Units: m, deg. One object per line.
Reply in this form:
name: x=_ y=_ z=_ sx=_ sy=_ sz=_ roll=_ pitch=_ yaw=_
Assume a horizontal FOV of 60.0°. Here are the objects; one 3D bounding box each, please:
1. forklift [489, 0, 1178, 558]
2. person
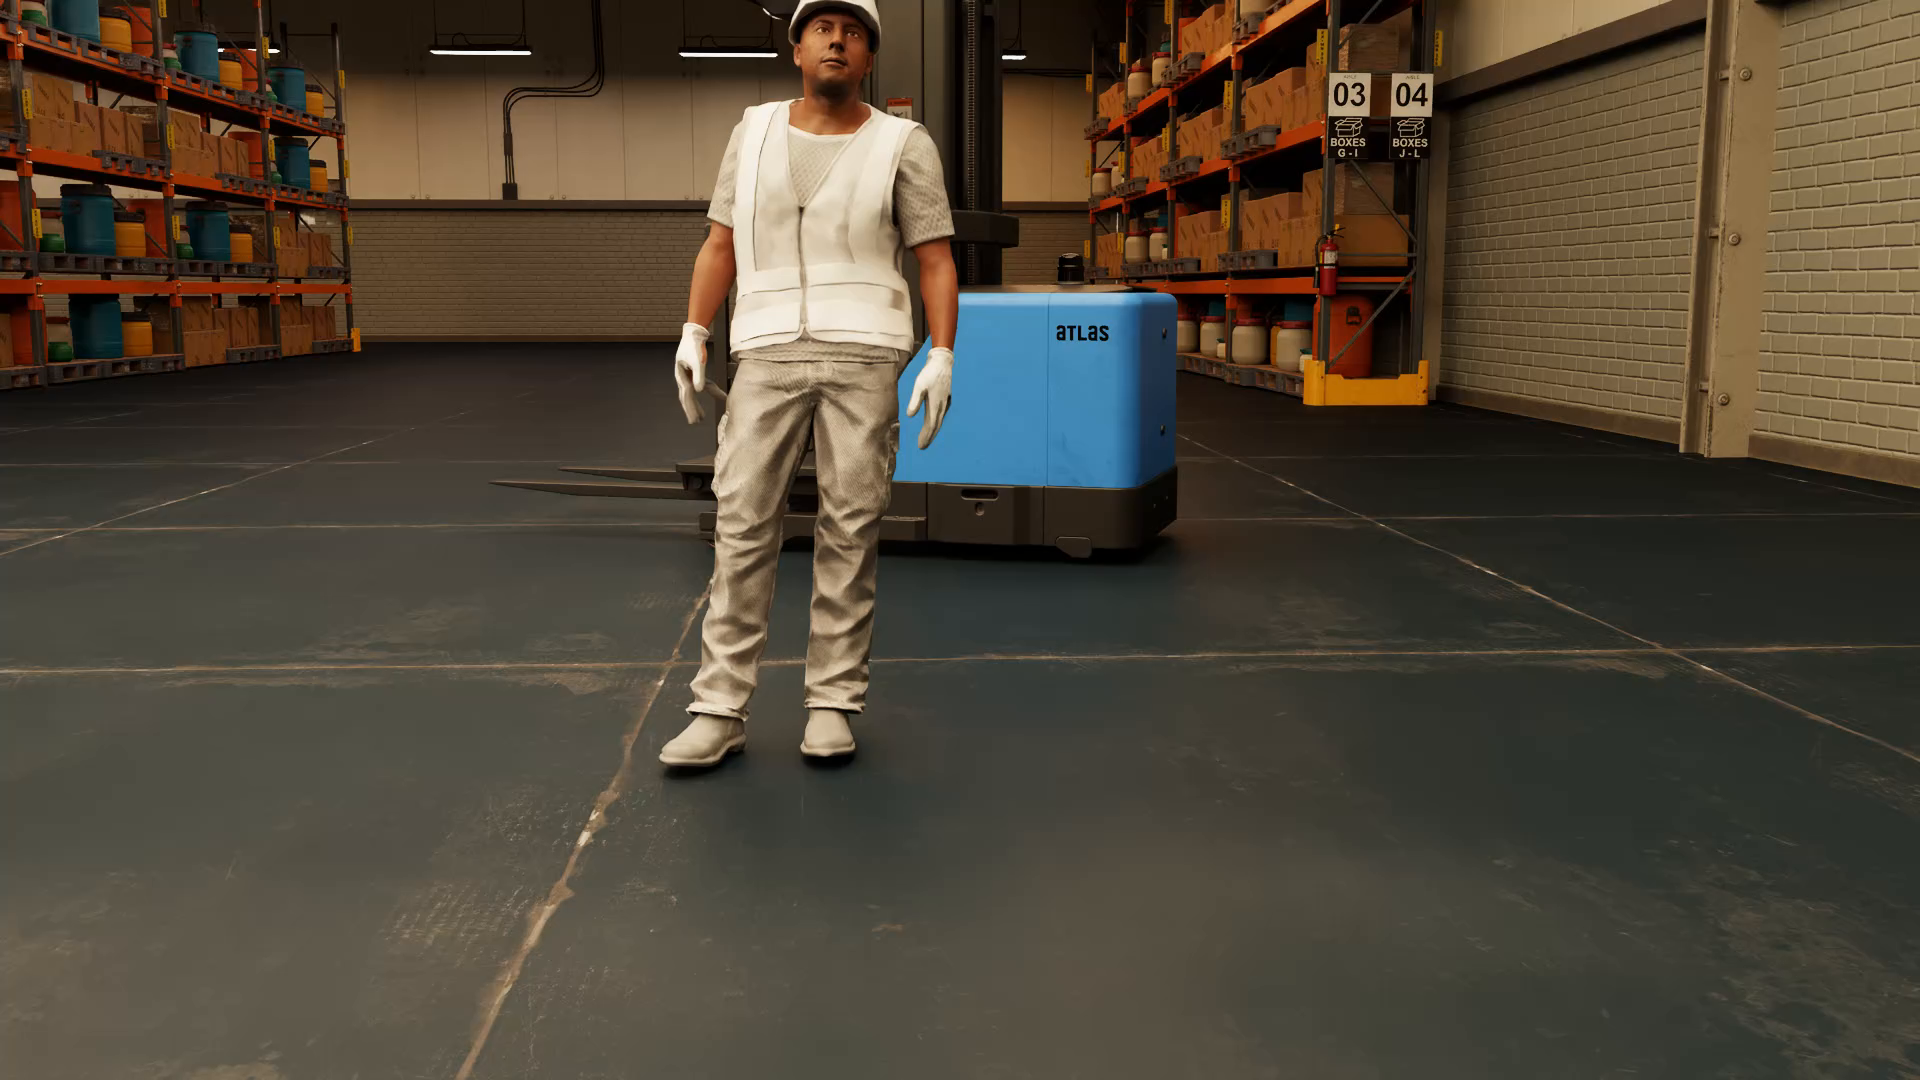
forklift: x=-0.603 y=-1.476 z=7.273 sx=3.031 sy=2.935 sz=1.130 roll=3 pitch=9 yaw=16
person: x=-0.343 y=-0.390 z=3.819 sx=0.656 sy=1.781 sz=0.577 roll=1 pitch=9 yaw=7
